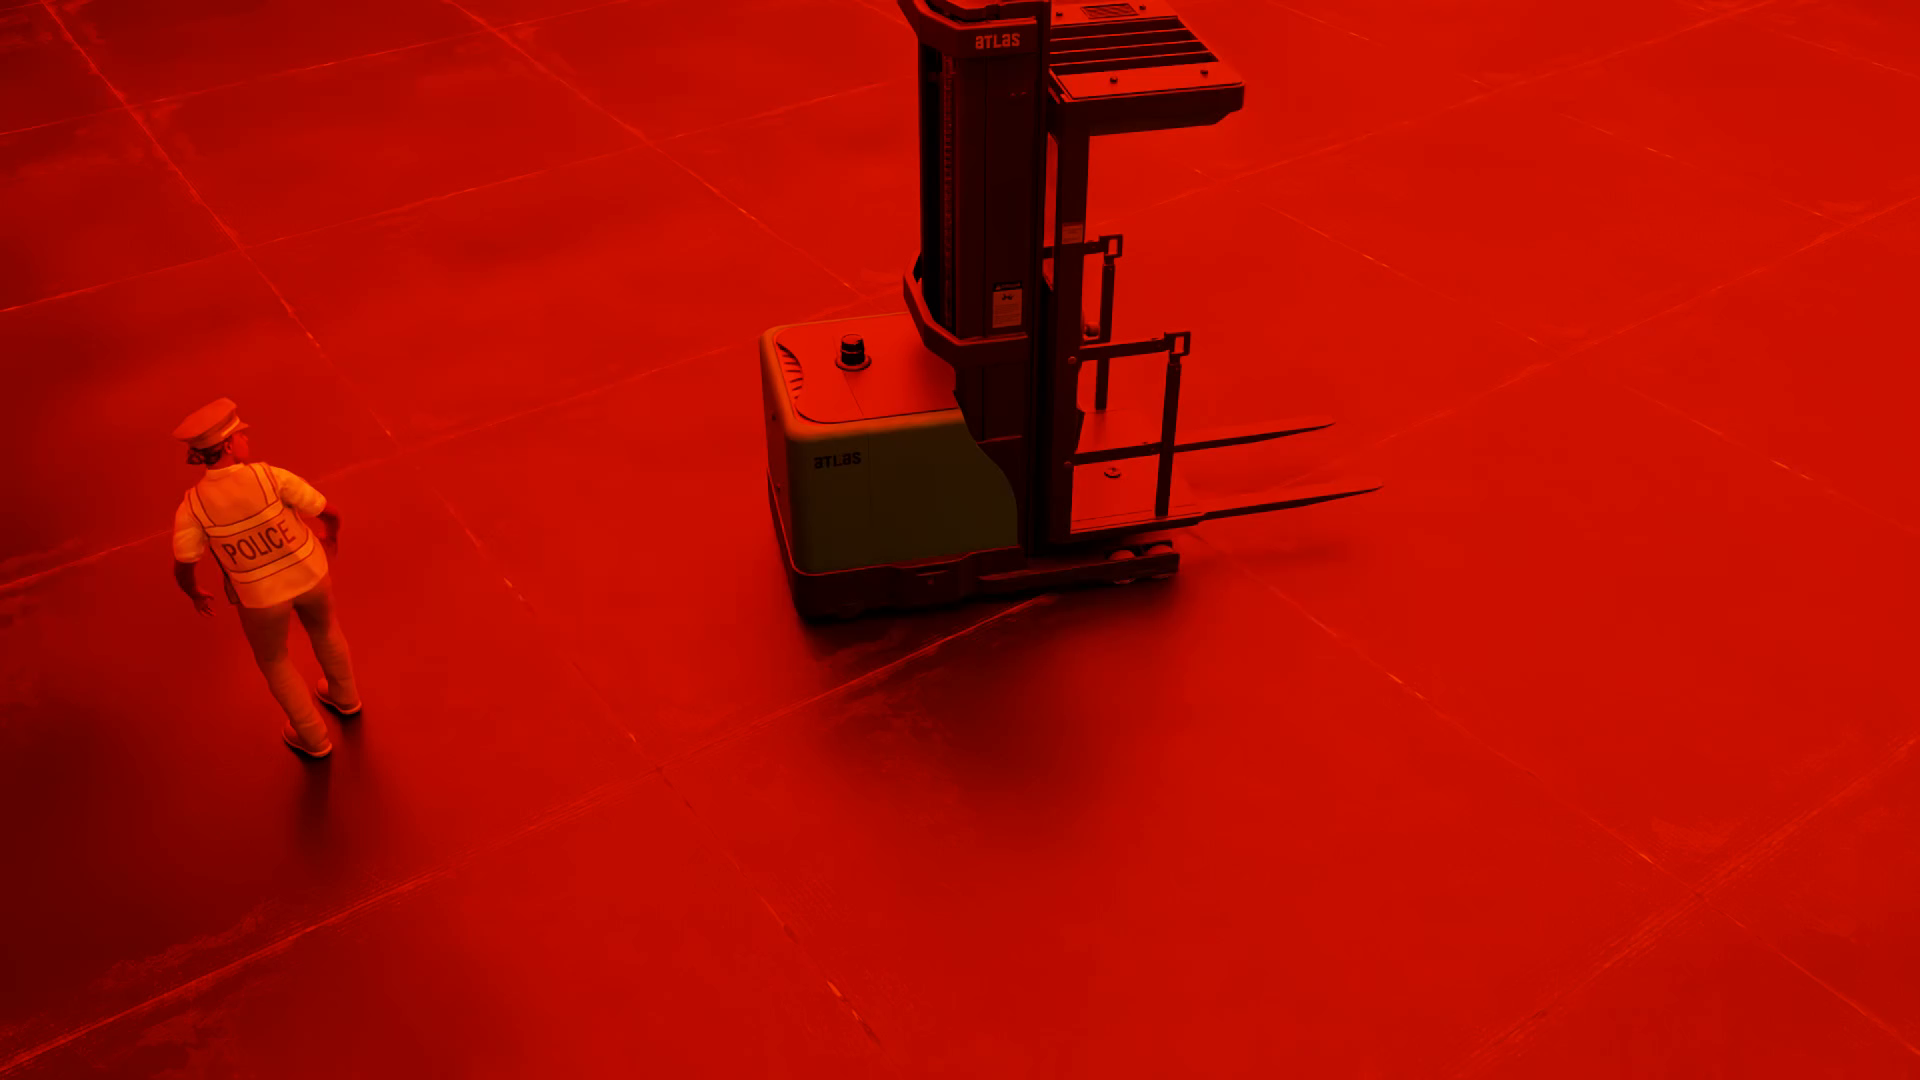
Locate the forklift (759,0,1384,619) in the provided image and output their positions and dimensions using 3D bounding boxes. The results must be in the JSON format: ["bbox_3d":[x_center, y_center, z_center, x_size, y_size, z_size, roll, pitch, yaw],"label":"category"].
[{"bbox_3d":[0.594,-1.261,7.650,3.031,2.935,1.130,-8,37,-11],"label":"forklift"}]

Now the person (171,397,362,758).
[{"bbox_3d":[-2.843,0.165,6.809,0.648,1.649,0.479,-25,43,-30],"label":"person"}]
